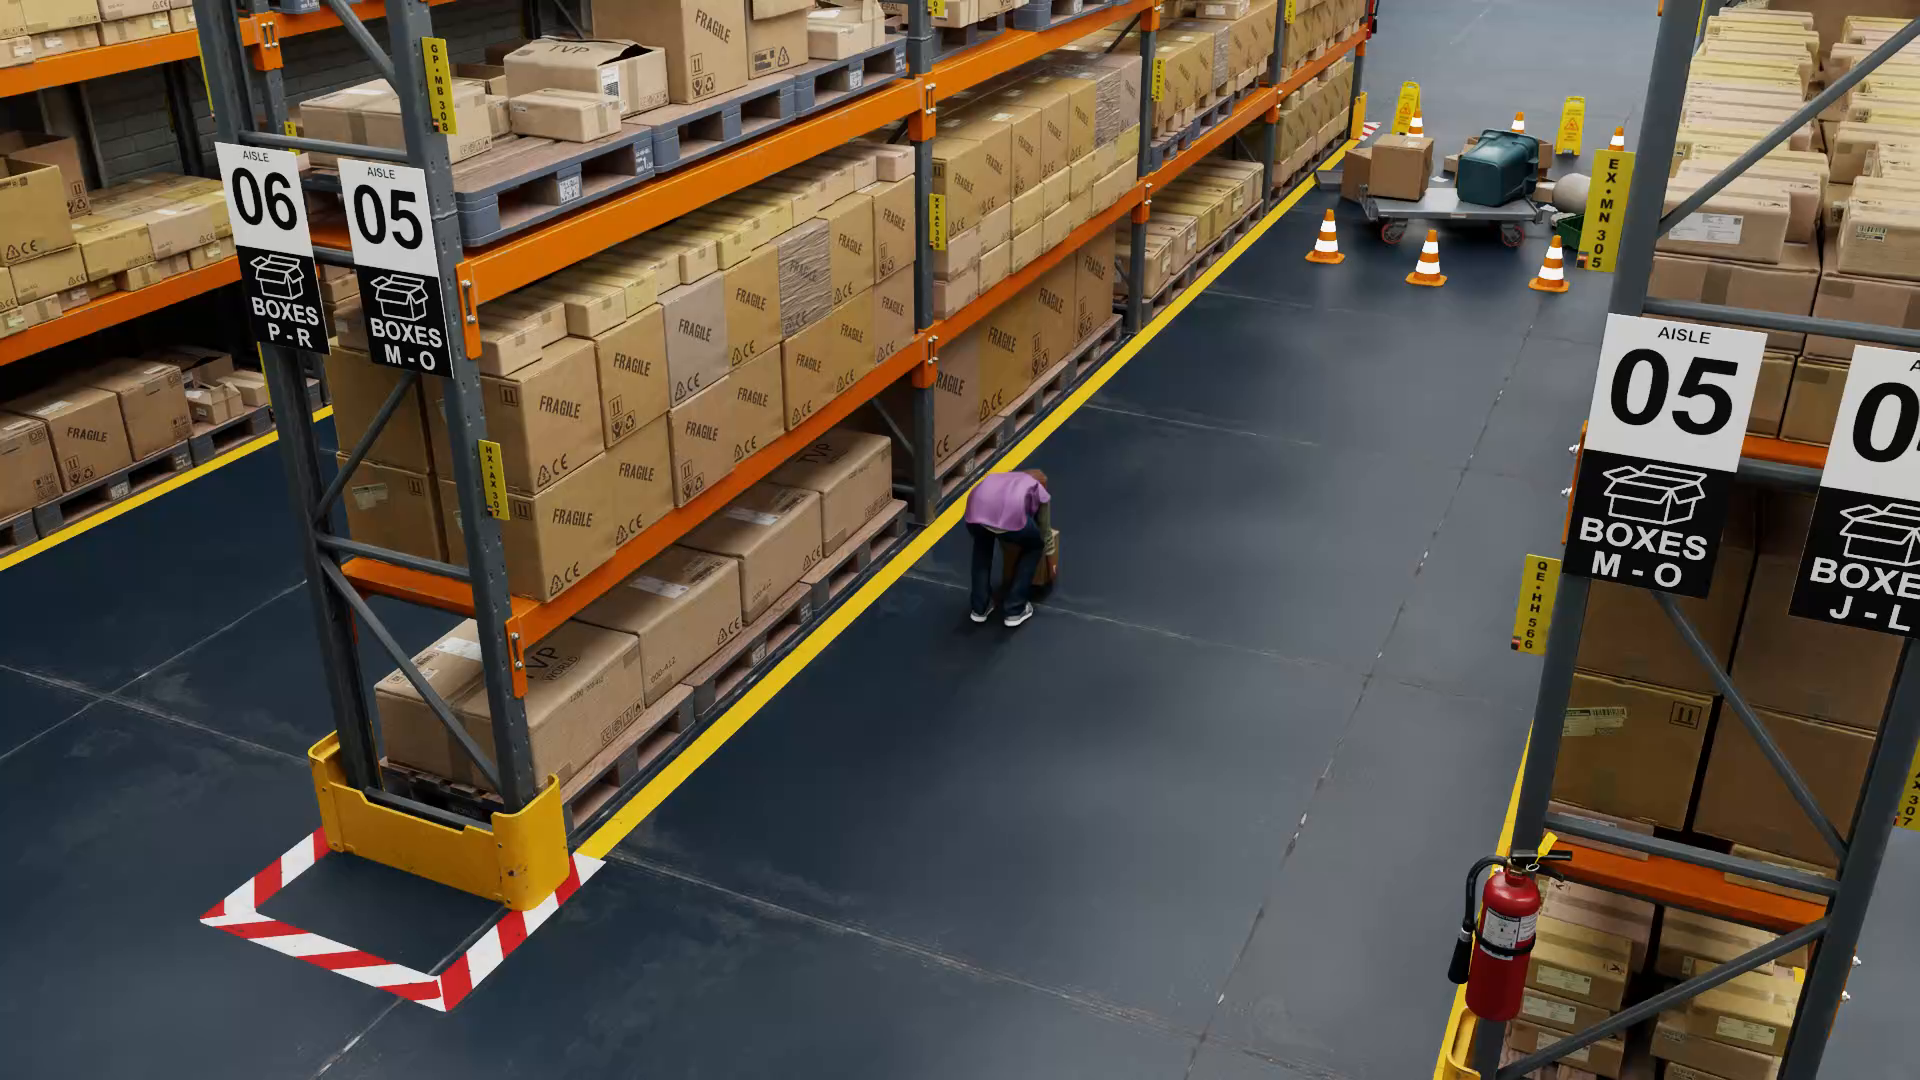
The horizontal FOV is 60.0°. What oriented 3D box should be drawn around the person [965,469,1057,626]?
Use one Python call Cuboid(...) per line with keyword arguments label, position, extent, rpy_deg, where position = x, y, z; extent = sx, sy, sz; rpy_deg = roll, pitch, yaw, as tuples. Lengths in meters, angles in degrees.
Cuboid(label="person", position=(0.289, -0.017, 9.441), extent=(0.417, 0.899, 0.857), rpy_deg=(10, 28, 19))
